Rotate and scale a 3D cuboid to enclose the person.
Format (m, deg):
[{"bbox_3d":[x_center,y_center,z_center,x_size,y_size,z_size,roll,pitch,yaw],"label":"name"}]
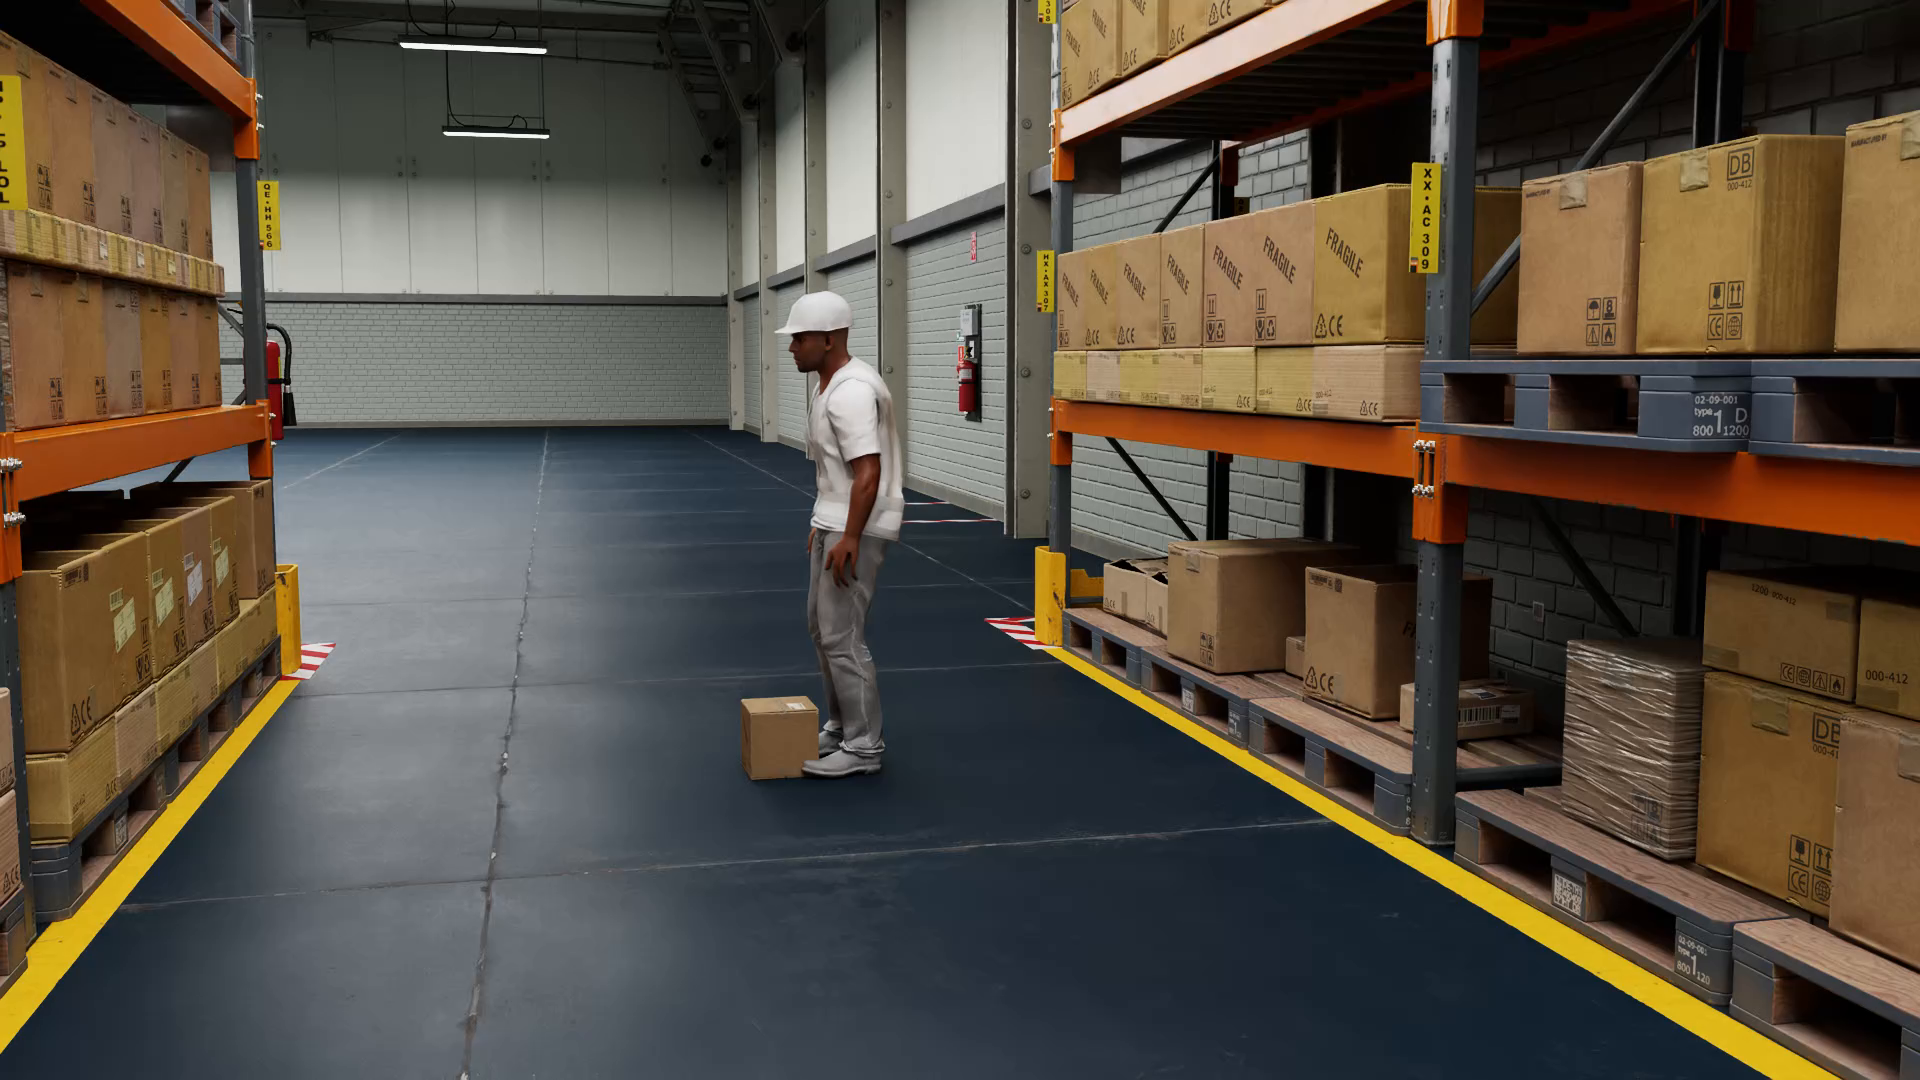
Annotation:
[{"bbox_3d":[-0.448,-0.028,6.136,0.460,1.760,0.627,-1,6,-13],"label":"person"}]
